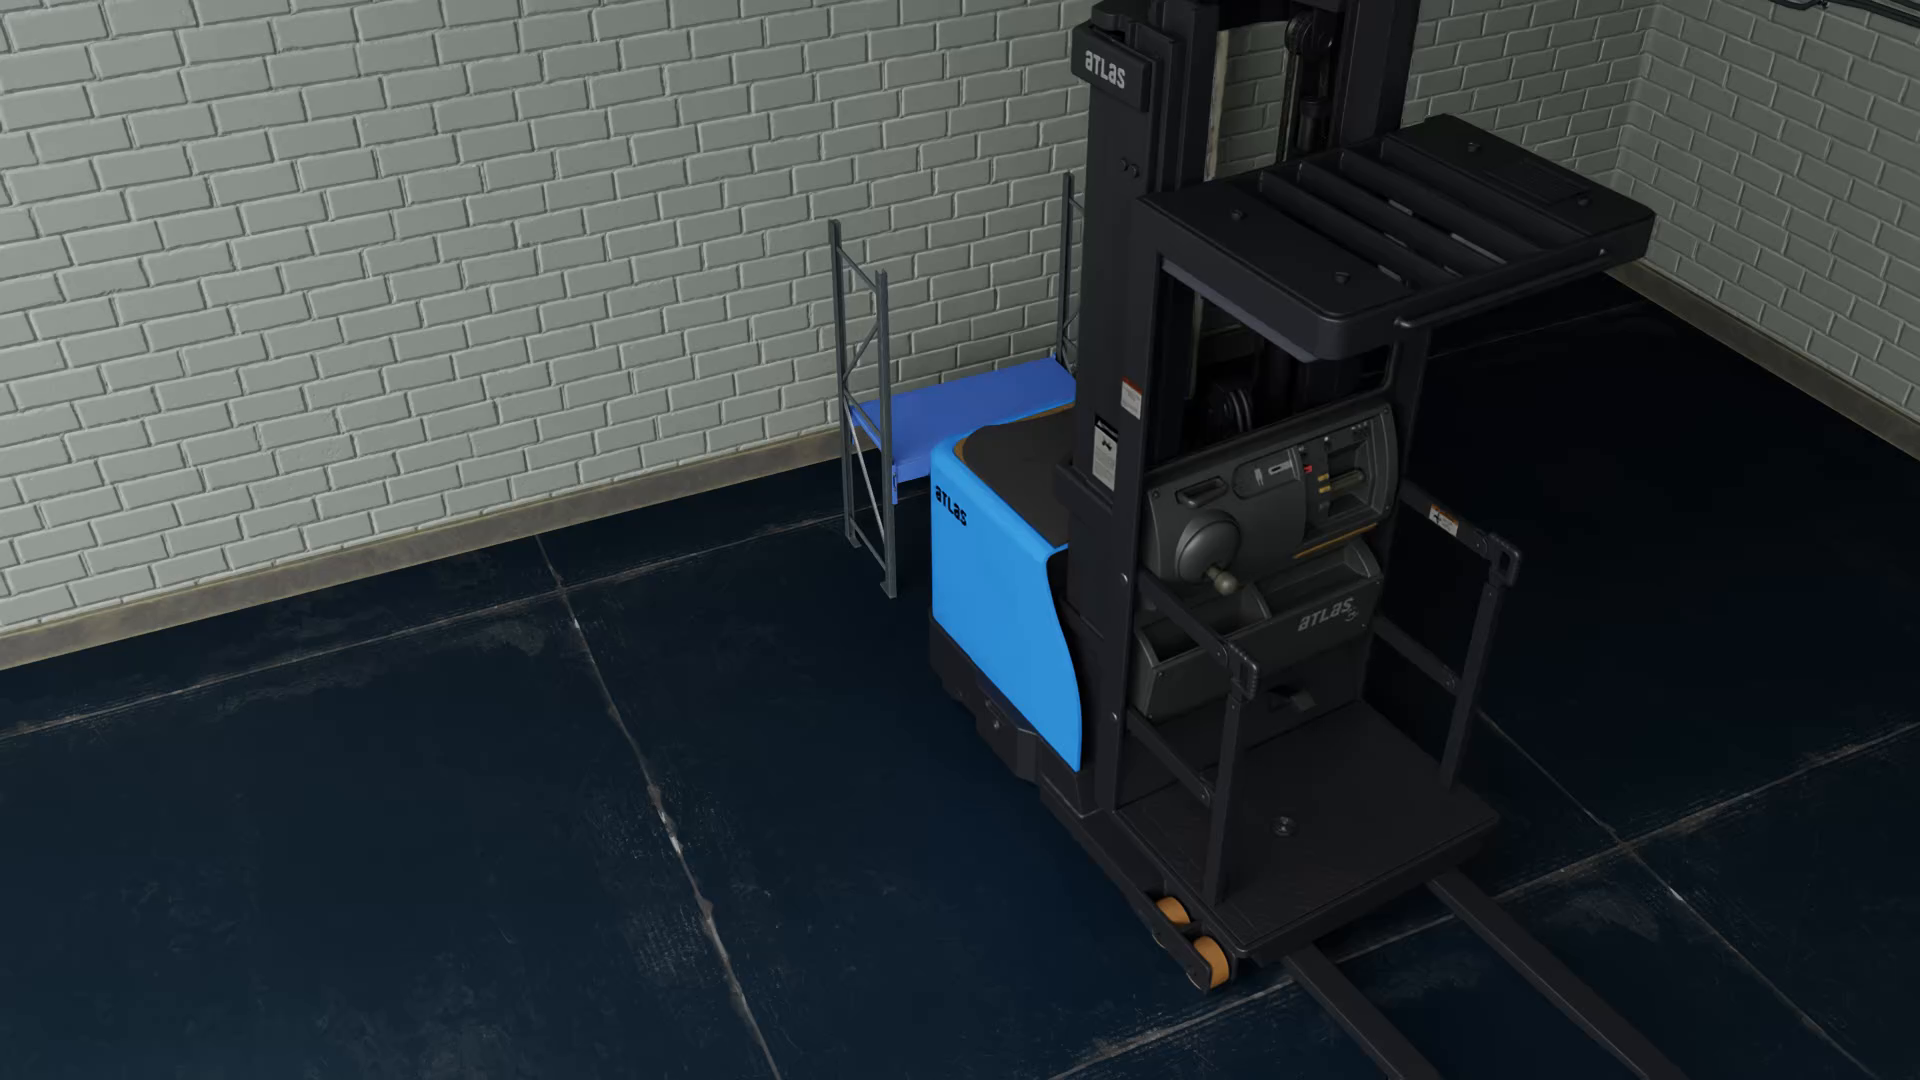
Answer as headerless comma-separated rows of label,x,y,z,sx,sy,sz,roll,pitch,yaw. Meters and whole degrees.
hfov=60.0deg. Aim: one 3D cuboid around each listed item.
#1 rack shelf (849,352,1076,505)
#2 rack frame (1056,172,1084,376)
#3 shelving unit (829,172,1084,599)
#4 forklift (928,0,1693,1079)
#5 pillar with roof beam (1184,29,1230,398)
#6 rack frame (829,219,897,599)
rack shelf,0.077,-0.480,6.939,1.000,0.185,0.538,-16,39,-20
rack frame,0.537,-0.753,7.006,0.032,1.500,0.500,-16,39,-20
shelving unit,0.077,-0.624,6.832,1.048,1.500,0.538,-16,39,-20
forklift,1.066,-0.061,4.872,1.130,2.935,3.031,-20,41,-24
pillar with roof beam,2.739,-2.014,2.411,0.400,9.000,9.100,-16,39,-20
rack frame,-0.383,-0.495,6.659,0.032,1.500,0.500,-16,39,-20
